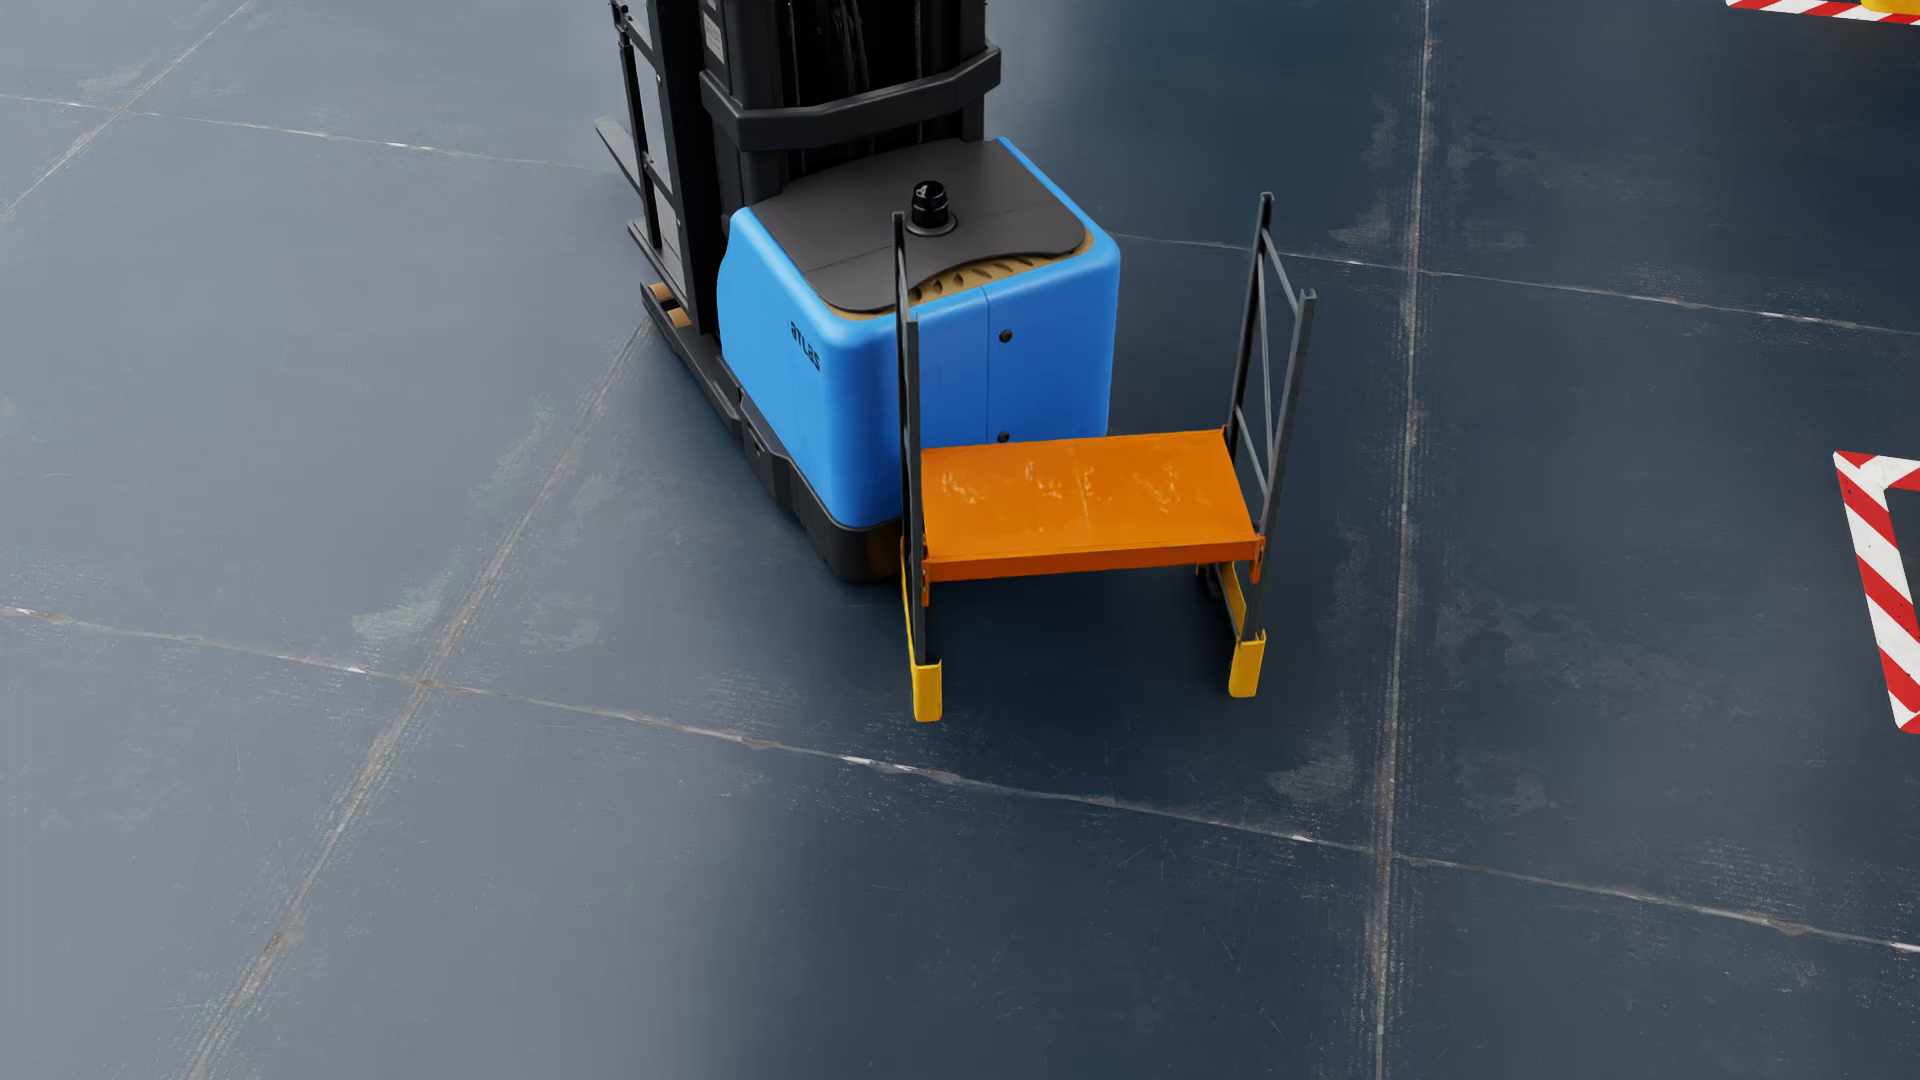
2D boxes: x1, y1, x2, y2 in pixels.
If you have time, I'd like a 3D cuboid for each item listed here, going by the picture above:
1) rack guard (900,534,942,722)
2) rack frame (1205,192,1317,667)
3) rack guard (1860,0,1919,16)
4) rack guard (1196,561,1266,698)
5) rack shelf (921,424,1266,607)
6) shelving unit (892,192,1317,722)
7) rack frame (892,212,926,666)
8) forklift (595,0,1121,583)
[{"bbox_3d":[-0.125,0.272,5.287,0.087,0.250,0.587,-4,44,-4],"label":"rack guard"},{"bbox_3d":[0.868,-0.246,4.924,0.032,1.500,0.500,-4,44,-4],"label":"rack frame"},{"bbox_3d":[4.969,-3.284,8.802,0.348,0.500,1.175,9,45,9],"label":"rack guard"},{"bbox_3d":[0.867,0.204,5.358,0.087,0.250,0.587,-4,44,-4],"label":"rack guard"},{"bbox_3d":[0.362,-0.082,5.013,1.000,0.185,0.538,-4,44,-4],"label":"rack shelf"},{"bbox_3d":[0.371,-0.212,4.889,1.083,1.500,0.587,-4,44,-4],"label":"shelving unit"},{"bbox_3d":[-0.144,-0.177,4.853,0.032,1.500,0.500,-4,44,-4],"label":"rack frame"},{"bbox_3d":[-0.612,-1.934,5.645,1.130,2.935,3.031,-20,47,-20],"label":"forklift"}]
